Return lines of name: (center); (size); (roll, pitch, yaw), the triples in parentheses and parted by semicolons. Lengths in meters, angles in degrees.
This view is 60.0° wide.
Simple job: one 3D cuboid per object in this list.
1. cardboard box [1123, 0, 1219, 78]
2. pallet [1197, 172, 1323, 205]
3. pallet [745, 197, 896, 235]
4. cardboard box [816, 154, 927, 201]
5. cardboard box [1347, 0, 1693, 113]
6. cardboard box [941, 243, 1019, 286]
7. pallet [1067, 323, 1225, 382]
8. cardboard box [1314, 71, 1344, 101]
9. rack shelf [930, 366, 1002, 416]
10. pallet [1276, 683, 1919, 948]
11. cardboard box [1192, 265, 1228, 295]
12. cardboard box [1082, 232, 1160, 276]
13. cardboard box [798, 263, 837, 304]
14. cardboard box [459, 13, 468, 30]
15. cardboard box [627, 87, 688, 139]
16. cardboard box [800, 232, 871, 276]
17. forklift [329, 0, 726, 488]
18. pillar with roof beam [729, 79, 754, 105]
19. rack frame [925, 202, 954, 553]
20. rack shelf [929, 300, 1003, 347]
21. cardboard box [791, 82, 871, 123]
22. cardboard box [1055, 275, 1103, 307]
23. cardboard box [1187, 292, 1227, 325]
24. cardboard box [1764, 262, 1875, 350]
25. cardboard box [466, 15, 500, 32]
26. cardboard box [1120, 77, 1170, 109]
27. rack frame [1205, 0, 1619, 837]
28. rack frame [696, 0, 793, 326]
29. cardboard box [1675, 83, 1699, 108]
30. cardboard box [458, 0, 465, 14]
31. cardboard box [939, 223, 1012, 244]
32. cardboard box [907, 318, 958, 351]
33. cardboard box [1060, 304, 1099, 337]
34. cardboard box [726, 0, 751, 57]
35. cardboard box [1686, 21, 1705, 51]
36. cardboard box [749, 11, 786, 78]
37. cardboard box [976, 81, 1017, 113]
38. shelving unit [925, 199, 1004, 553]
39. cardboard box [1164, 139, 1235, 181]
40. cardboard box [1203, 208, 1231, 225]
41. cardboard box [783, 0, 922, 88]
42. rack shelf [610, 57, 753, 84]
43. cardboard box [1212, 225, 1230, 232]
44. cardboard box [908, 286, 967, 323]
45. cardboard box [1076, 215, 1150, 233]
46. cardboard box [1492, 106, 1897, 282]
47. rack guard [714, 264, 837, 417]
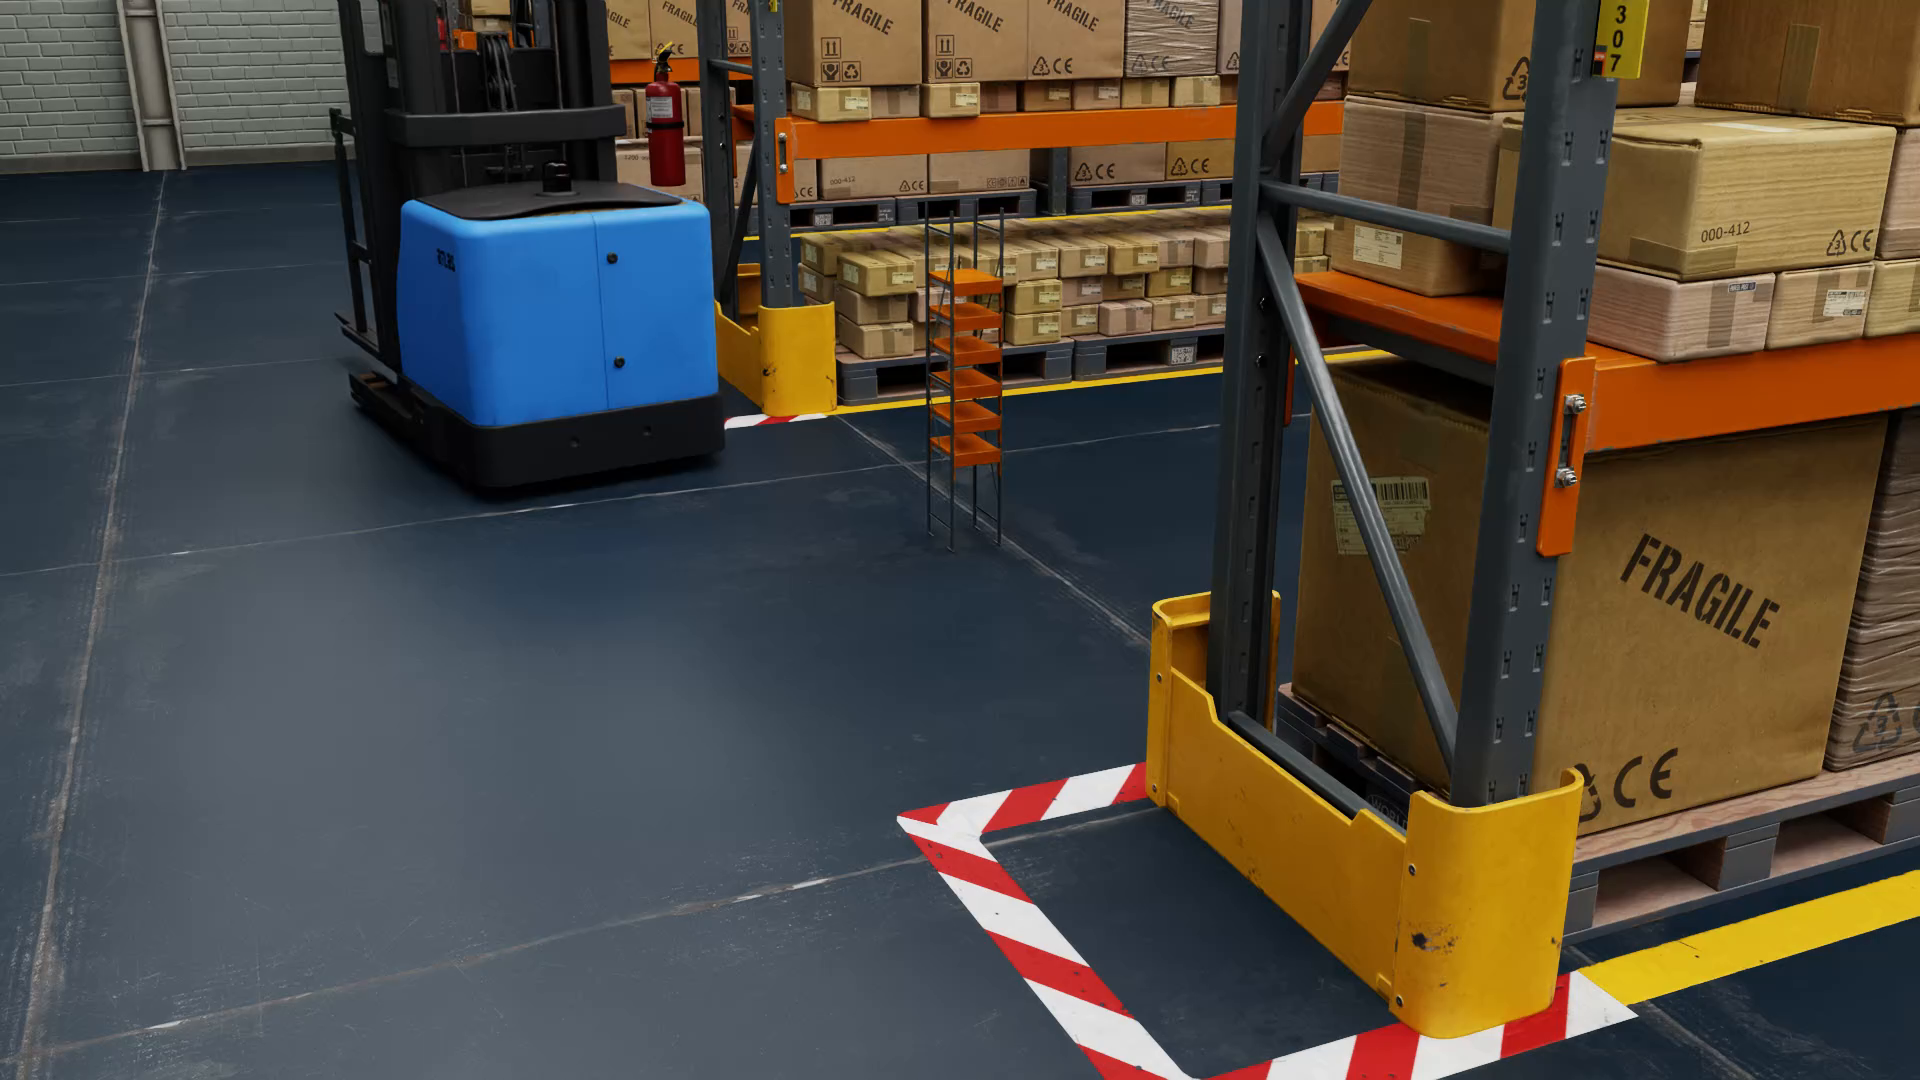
cardboard box: (0.911, -2.532, 8.097); (0.500, 0.500, 0.500); (-9, 21, -23)
pallet: (2.408, -3.155, 14.665); (1.213, 0.211, 1.003); (-8, 21, -22)
pallet: (-1.244, -2.631, 13.176); (1.213, 0.211, 1.003); (-8, 21, -22)
cardboard box: (-0.834, -3.006, 13.268); (0.875, 0.438, 0.875); (-9, 21, -24)
cardboard box: (1.203, -1.203, 3.572); (0.500, 0.500, 0.500); (-8, 21, -21)
cardboard box: (0.091, -1.328, 8.042); (0.250, 0.149, 0.380); (-8, 21, -22)
pallet: (0.936, -1.112, 8.862); (1.213, 0.211, 1.003); (-8, 21, -22)
cardboard box: (1.765, -2.363, 8.596); (0.250, 0.149, 0.380); (-9, 21, -23)
rack shelf: (0.013, -0.526, 5.843); (0.180, 0.103, 0.258); (-8, 21, -22)
pallet: (1.563, 0.550, 4.141); (1.213, 0.211, 1.003); (-8, 21, -22)
cardboard box: (1.265, -1.392, 8.670); (0.250, 0.149, 0.380); (-9, 21, -24)
cardboard box: (0.804, -1.440, 8.360); (0.250, 0.149, 0.380); (-8, 21, -21)
cardboard box: (-0.641, -1.312, 8.444); (0.250, 0.149, 0.380); (-9, 21, -23)
cardboard box: (-4.837, -5.178, 16.590); (0.250, 0.149, 0.380); (-8, 21, -23)
cardboard box: (-3.111, -4.381, 17.080); (0.500, 0.500, 0.500); (-8, 21, -21)
cardboard box: (-0.626, -1.443, 8.367); (0.250, 0.149, 0.380); (-8, 21, -21)
forklift: (-2.194, -2.017, 7.337); (1.130, 2.935, 3.031); (-12, 23, -31)
pillar with roof beam: (-0.653, -7.397, 13.482); (0.400, 9.000, 9.100); (-8, 21, -22)
rack frame: (-0.071, -0.556, 5.794); (0.006, 1.200, 0.240); (-8, 21, -22)
rack shelf: (0.013, -0.752, 5.763); (0.180, 0.103, 0.258); (-8, 21, -22)
cardboard box: (-0.585, -1.986, 7.524); (0.250, 0.149, 0.380); (-8, 21, -22)
cardboard box: (0.519, -1.289, 8.378); (0.250, 0.149, 0.380); (-9, 21, -25)
cardboard box: (1.219, -1.236, 8.676); (0.250, 0.149, 0.380); (-8, 21, -21)
cardboard box: (1.551, -0.498, 3.297); (0.250, 0.149, 0.380); (-8, 21, -23)
cardboard box: (-4.625, -5.012, 16.119); (0.250, 0.149, 0.380); (-8, 21, -22)
cardboard box: (0.827, -2.207, 8.151); (0.250, 0.149, 0.380); (-7, 21, -20)
rack frame: (0.860, -0.636, 3.312); (0.127, 3.000, 1.000); (-8, 21, -22)
rack frame: (-1.012, -2.162, 7.645); (0.127, 3.000, 1.000); (-8, 21, -22)
cardboard box: (1.666, -0.917, 3.887); (0.500, 0.250, 0.500); (-9, 21, -23)
cardboard box: (-4.718, -5.382, 16.569); (0.500, 0.250, 0.500); (-8, 21, -20)
cardboard box: (0.077, -1.546, 8.660); (0.250, 0.149, 0.380); (-9, 21, -24)
cardboard box: (-0.196, -1.046, 8.136); (0.250, 0.149, 0.380); (-8, 21, -22)
cardboard box: (0.504, -1.143, 8.413); (0.250, 0.149, 0.380); (-8, 21, -22)
cardboard box: (-1.584, -3.817, 12.196); (0.500, 0.500, 0.500); (-8, 21, -22)
cardboard box: (3.919, -2.782, 9.152); (0.250, 0.149, 0.380); (-8, 21, -21)
cardboard box: (-0.701, -2.487, 7.970); (0.500, 0.500, 0.500); (-8, 21, -21)
cardboard box: (0.084, -2.127, 7.925); (0.250, 0.149, 0.380); (-7, 21, -19)
shelving unit: (0.013, -0.568, 5.828); (0.189, 1.200, 0.258); (-8, 21, -22)
cardboard box: (1.971, -3.607, 14.317); (0.875, 0.875, 0.875); (-8, 21, -20)
cardboard box: (1.543, -1.732, 9.189); (0.250, 0.149, 0.380); (-9, 21, -23)
cardboard box: (-0.490, -2.324, 7.507); (0.500, 0.500, 0.500); (-7, 21, -19)
rack shelf: (-1.229, -3.582, 12.761); (4.000, 0.370, 1.077); (-8, 21, -22)
cardboard box: (1.511, -1.541, 8.646); (0.250, 0.149, 0.380); (-9, 21, -25)
cardboard box: (-0.156, -1.165, 8.026); (0.250, 0.149, 0.380); (-8, 21, -22)
cardboard box: (0.817, -1.642, 8.933); (0.250, 0.149, 0.380); (-8, 21, -22)
cardboard box: (1.407, -0.686, 3.233); (0.500, 0.250, 0.500); (-9, 21, -23)
rack guard: (-0.942, -0.993, 8.089); (0.348, 0.500, 1.175); (-8, 21, -22)
